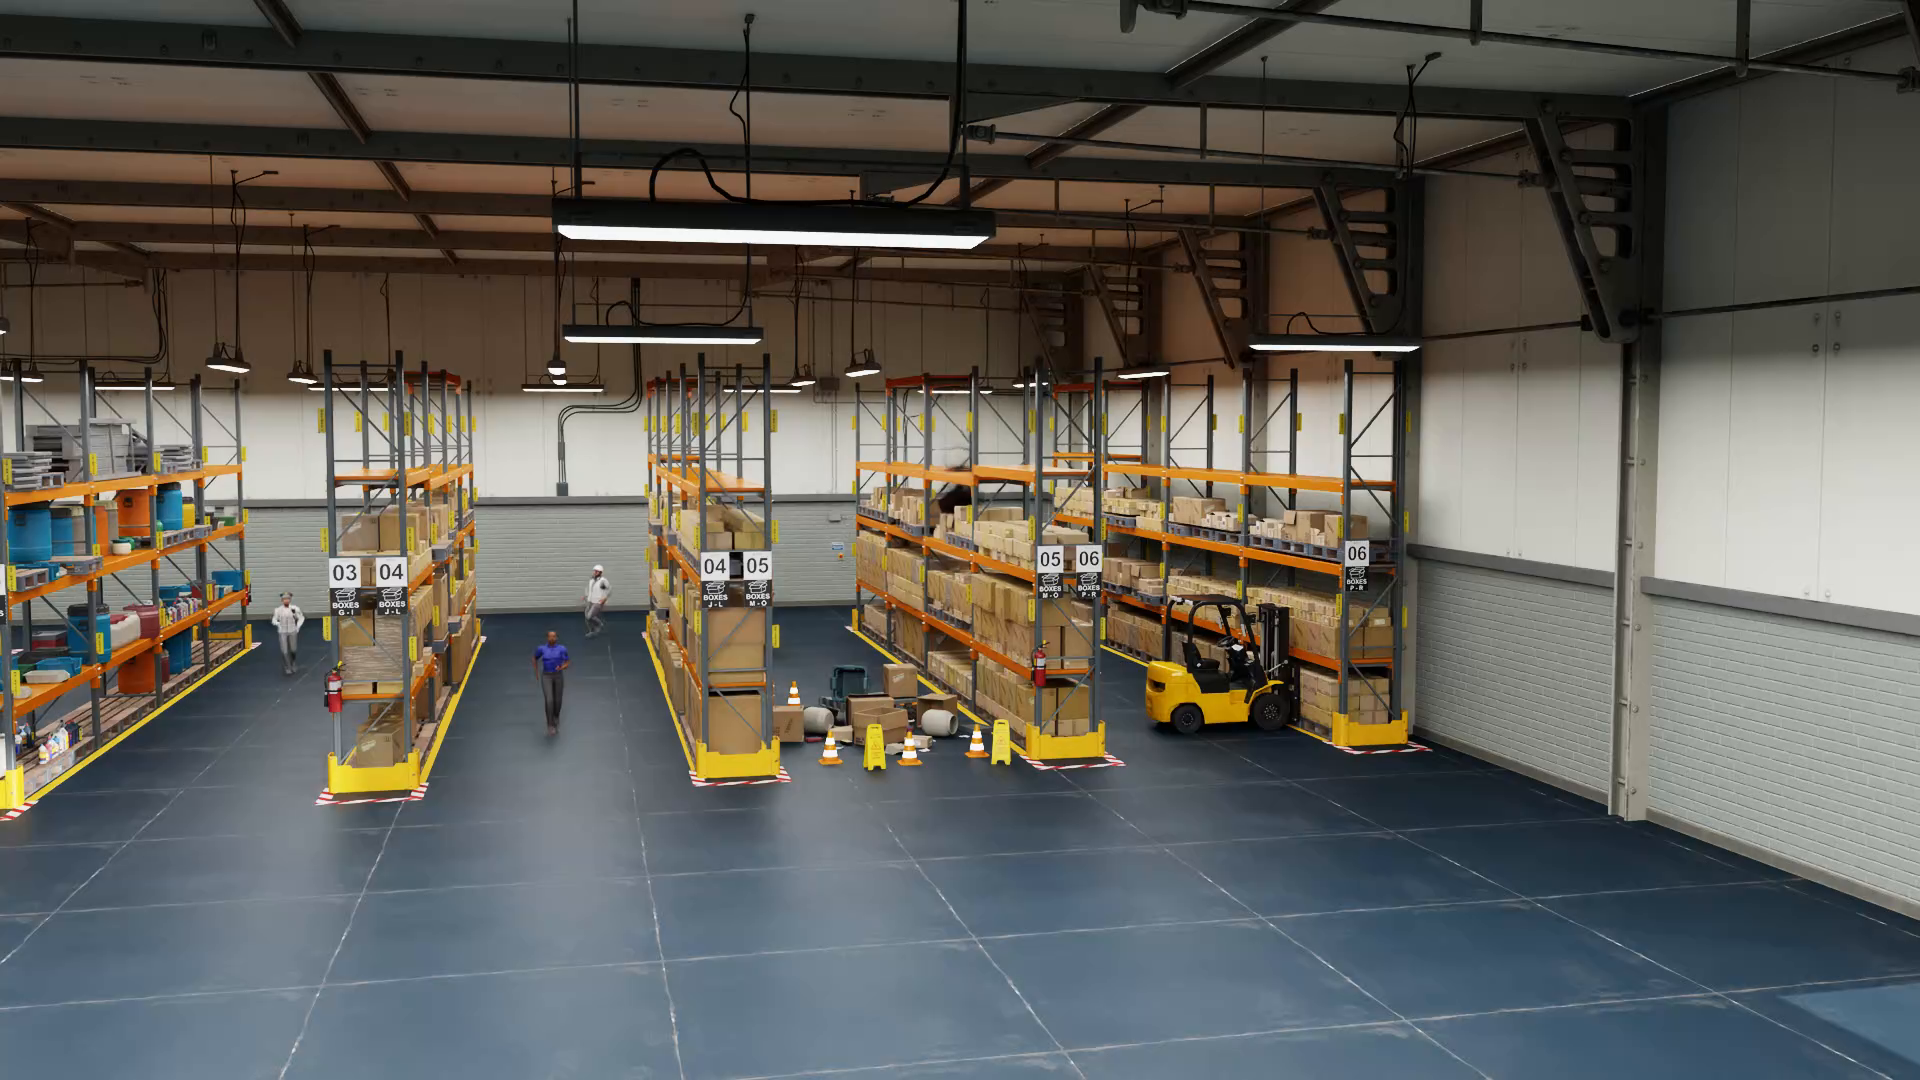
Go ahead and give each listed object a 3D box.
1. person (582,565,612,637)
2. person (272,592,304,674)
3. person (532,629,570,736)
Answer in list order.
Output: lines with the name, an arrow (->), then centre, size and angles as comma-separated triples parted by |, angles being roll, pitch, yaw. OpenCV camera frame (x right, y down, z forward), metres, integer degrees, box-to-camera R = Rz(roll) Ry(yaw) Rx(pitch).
person -> -8.557, 1.441, 38.994 | 0.712, 1.703, 0.510 | 3, 5, 34
person -> -13.400, 1.858, 33.165 | 0.603, 1.655, 0.546 | -1, 4, -20
person -> -6.650, 2.290, 27.097 | 0.582, 1.679, 0.823 | -1, 4, -20
